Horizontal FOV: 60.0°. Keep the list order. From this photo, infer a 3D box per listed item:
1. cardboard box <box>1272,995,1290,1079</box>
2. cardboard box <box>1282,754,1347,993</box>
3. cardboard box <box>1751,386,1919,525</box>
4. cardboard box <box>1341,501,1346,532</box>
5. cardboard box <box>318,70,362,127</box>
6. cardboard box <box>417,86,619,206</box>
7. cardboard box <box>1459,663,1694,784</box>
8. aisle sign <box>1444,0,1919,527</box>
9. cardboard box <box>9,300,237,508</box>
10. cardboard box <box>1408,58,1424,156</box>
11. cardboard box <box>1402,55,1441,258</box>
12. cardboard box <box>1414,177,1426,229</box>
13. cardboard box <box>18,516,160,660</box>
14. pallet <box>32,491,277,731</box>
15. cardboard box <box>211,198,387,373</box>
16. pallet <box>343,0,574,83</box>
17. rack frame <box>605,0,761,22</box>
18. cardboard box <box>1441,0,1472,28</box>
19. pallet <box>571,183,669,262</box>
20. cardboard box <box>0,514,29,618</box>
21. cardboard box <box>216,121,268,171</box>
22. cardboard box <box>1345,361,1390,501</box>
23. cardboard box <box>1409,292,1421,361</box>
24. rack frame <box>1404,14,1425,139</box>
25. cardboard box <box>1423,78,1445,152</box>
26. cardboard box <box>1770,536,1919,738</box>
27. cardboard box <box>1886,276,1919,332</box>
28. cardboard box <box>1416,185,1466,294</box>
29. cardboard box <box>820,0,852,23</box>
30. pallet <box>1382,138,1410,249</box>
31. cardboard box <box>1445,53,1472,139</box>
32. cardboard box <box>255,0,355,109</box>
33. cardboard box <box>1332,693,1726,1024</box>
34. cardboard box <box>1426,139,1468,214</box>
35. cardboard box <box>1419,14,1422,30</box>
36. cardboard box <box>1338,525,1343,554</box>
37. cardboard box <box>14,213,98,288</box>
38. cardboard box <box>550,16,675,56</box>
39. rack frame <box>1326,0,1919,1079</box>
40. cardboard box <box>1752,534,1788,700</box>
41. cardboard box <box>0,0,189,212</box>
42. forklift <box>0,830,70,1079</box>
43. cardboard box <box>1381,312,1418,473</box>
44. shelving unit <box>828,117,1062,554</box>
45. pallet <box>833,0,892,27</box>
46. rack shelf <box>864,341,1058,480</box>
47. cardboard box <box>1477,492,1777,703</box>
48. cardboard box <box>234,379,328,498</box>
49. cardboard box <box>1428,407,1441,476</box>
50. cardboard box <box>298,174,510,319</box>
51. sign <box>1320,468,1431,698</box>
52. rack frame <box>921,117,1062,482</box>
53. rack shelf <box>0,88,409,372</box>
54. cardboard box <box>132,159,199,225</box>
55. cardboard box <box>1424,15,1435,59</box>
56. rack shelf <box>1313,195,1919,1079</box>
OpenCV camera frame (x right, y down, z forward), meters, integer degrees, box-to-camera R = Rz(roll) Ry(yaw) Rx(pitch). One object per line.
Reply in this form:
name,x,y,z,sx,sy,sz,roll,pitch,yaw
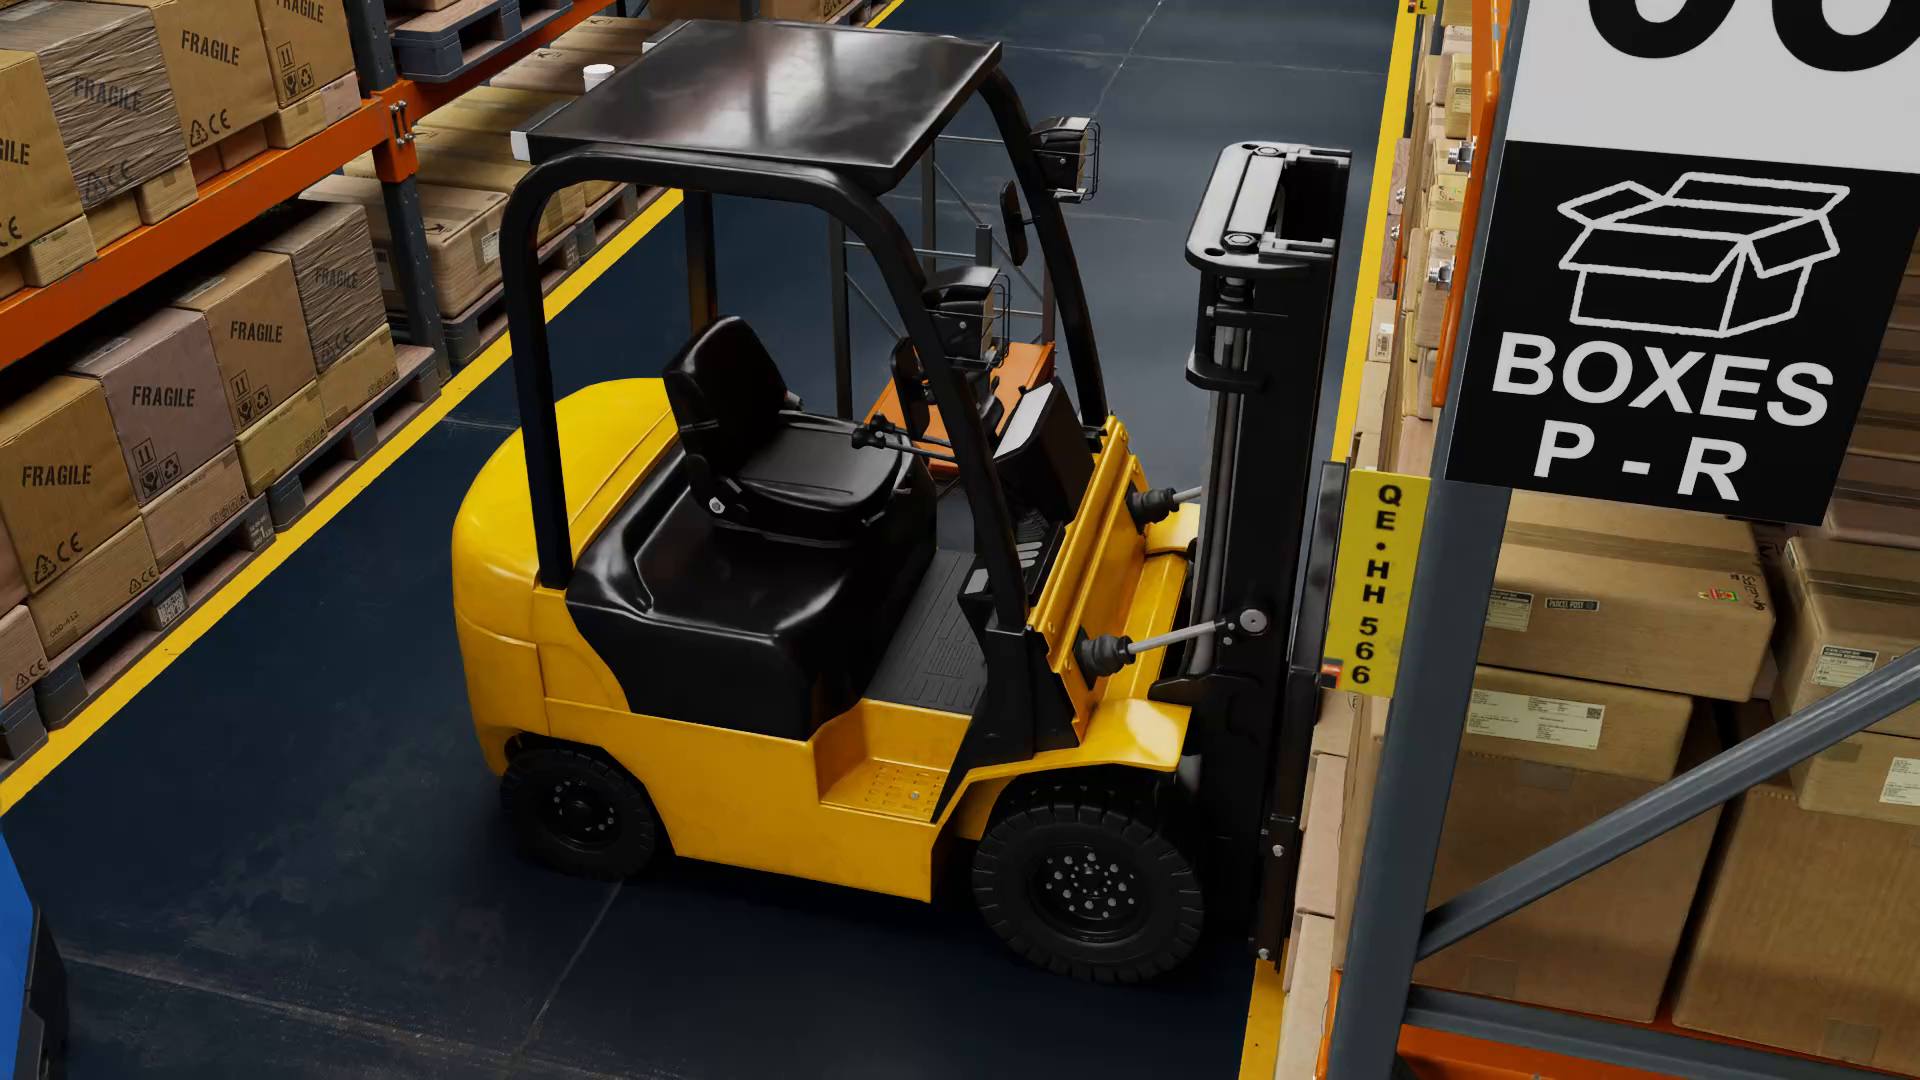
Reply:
cardboard box,0.857,1.206,3.263,0.500,0.250,0.500,8,33,12
cardboard box,0.975,0.743,3.525,0.500,0.250,0.500,9,33,13
cardboard box,1.480,-0.128,2.680,0.380,0.149,0.250,9,33,13
cardboard box,1.494,0.108,5.456,0.500,0.250,0.500,7,33,11
cardboard box,-2.538,-1.706,6.372,0.380,0.149,0.250,8,33,12
cardboard box,-2.266,-2.096,8.809,0.950,0.372,0.625,9,34,14
cardboard box,0.853,0.195,2.450,0.380,0.149,0.250,8,33,13
aisle sign,0.735,-0.374,1.619,0.394,0.787,0.004,8,33,12
cardboard box,-2.897,-0.481,5.684,0.500,0.500,0.500,10,34,15
cardboard box,1.926,-1.581,6.080,0.500,0.250,0.500,9,33,13
cardboard box,1.686,-1.194,5.239,0.500,0.500,0.500,7,33,11
cardboard box,1.442,-0.659,4.397,0.500,0.500,0.500,8,33,12
cardboard box,-3.031,0.109,5.455,0.500,0.250,0.500,10,34,16
pallet,-3.195,0.145,5.826,1.003,0.211,1.213,8,33,12
cardboard box,-2.642,-1.010,6.516,0.500,0.500,0.500,8,33,12
pallet,-2.416,-2.316,7.277,1.003,0.211,1.213,8,33,12
rack frame,-1.736,-4.096,9.898,1.000,3.000,0.127,8,33,12
cardboard box,1.683,-1.663,5.095,0.380,0.149,0.250,9,33,13
pallet,-2.247,-1.883,9.015,1.003,0.211,1.213,8,33,12
cardboard box,-3.160,0.057,4.838,0.500,0.500,0.500,7,33,11
cardboard box,-2.736,-1.451,5.971,0.380,0.149,0.250,8,33,13
cardboard box,1.485,-0.313,5.186,0.500,0.250,0.500,8,33,12
cardboard box,1.155,-0.474,3.502,0.380,0.149,0.250,8,33,13
rack frame,3.066,-3.422,8.838,1.000,3.000,0.127,8,33,12
cardboard box,1.478,-1.142,4.552,0.380,0.149,0.250,9,33,13
cardboard box,1.328,0.142,2.255,0.380,0.149,0.250,7,33,11
cardboard box,1.600,-0.394,3.099,0.380,0.149,0.250,9,34,14
cardboard box,1.150,-0.603,3.428,0.380,0.149,0.250,9,33,13
cardboard box,-1.250,-4.186,11.628,0.875,0.875,0.875,8,33,13
pallet,2.820,-1.824,8.922,1.003,0.211,1.213,8,33,12
cardboard box,1.444,-1.124,4.246,0.380,0.149,0.250,8,33,12
cardboard box,-2.623,-1.924,6.110,0.500,0.500,0.500,7,33,11
cardboard box,0.907,0.396,2.738,0.500,0.500,0.500,7,33,11
cardboard box,1.363,-0.873,4.129,0.380,0.149,0.250,7,33,11
cardboard box,3.347,-3.596,11.049,0.500,0.500,0.500,7,33,11
cardboard box,1.229,0.218,4.351,0.500,0.250,0.500,7,33,11
cardboard box,-2.916,-0.911,5.122,0.380,0.149,0.250,8,33,13
cardboard box,-1.889,-2.873,10.031,0.950,0.372,0.625,6,33,9
rack frame,1.033,0.729,2.308,0.949,2.616,0.053,8,33,12
cardboard box,1.374,0.136,2.543,0.380,0.149,0.250,8,33,12
cardboard box,-2.874,-1.386,5.264,0.500,0.500,0.500,9,34,14
forklift,-2.312,0.772,2.304,1.130,2.935,3.031,-11,34,-17
cardboard box,1.177,-0.138,3.578,0.500,0.500,0.500,7,33,11
shelving unit,-0.019,-0.593,5.785,0.587,1.500,1.083,8,33,12
pallet,-1.151,-3.949,12.266,1.003,0.211,1.213,8,33,12
rack shelf,-0.022,-0.437,5.875,0.538,0.185,1.000,8,33,12
cardboard box,0.923,0.073,2.364,0.380,0.149,0.250,8,33,12
cardboard box,-2.766,-0.416,6.281,0.500,0.250,0.500,7,33,11
cardboard box,0.996,-0.199,2.792,0.380,0.149,0.250,9,33,13
cardboard box,-2.620,-1.361,7.653,0.950,0.372,0.625,8,33,13
sign,0.515,0.059,2.061,0.100,0.325,0.005,8,33,12
rack frame,0.107,-0.852,6.193,0.500,1.500,0.032,8,33,12
rack shelf,-3.259,-0.679,5.193,1.077,0.370,4.000,8,33,12
cardboard box,-2.792,-1.179,5.542,0.380,0.149,0.250,8,33,12
cardboard box,1.929,-1.784,5.934,0.500,0.250,0.500,7,33,11
rack shelf,1.544,-0.005,4.133,1.077,0.370,4.000,8,33,12
